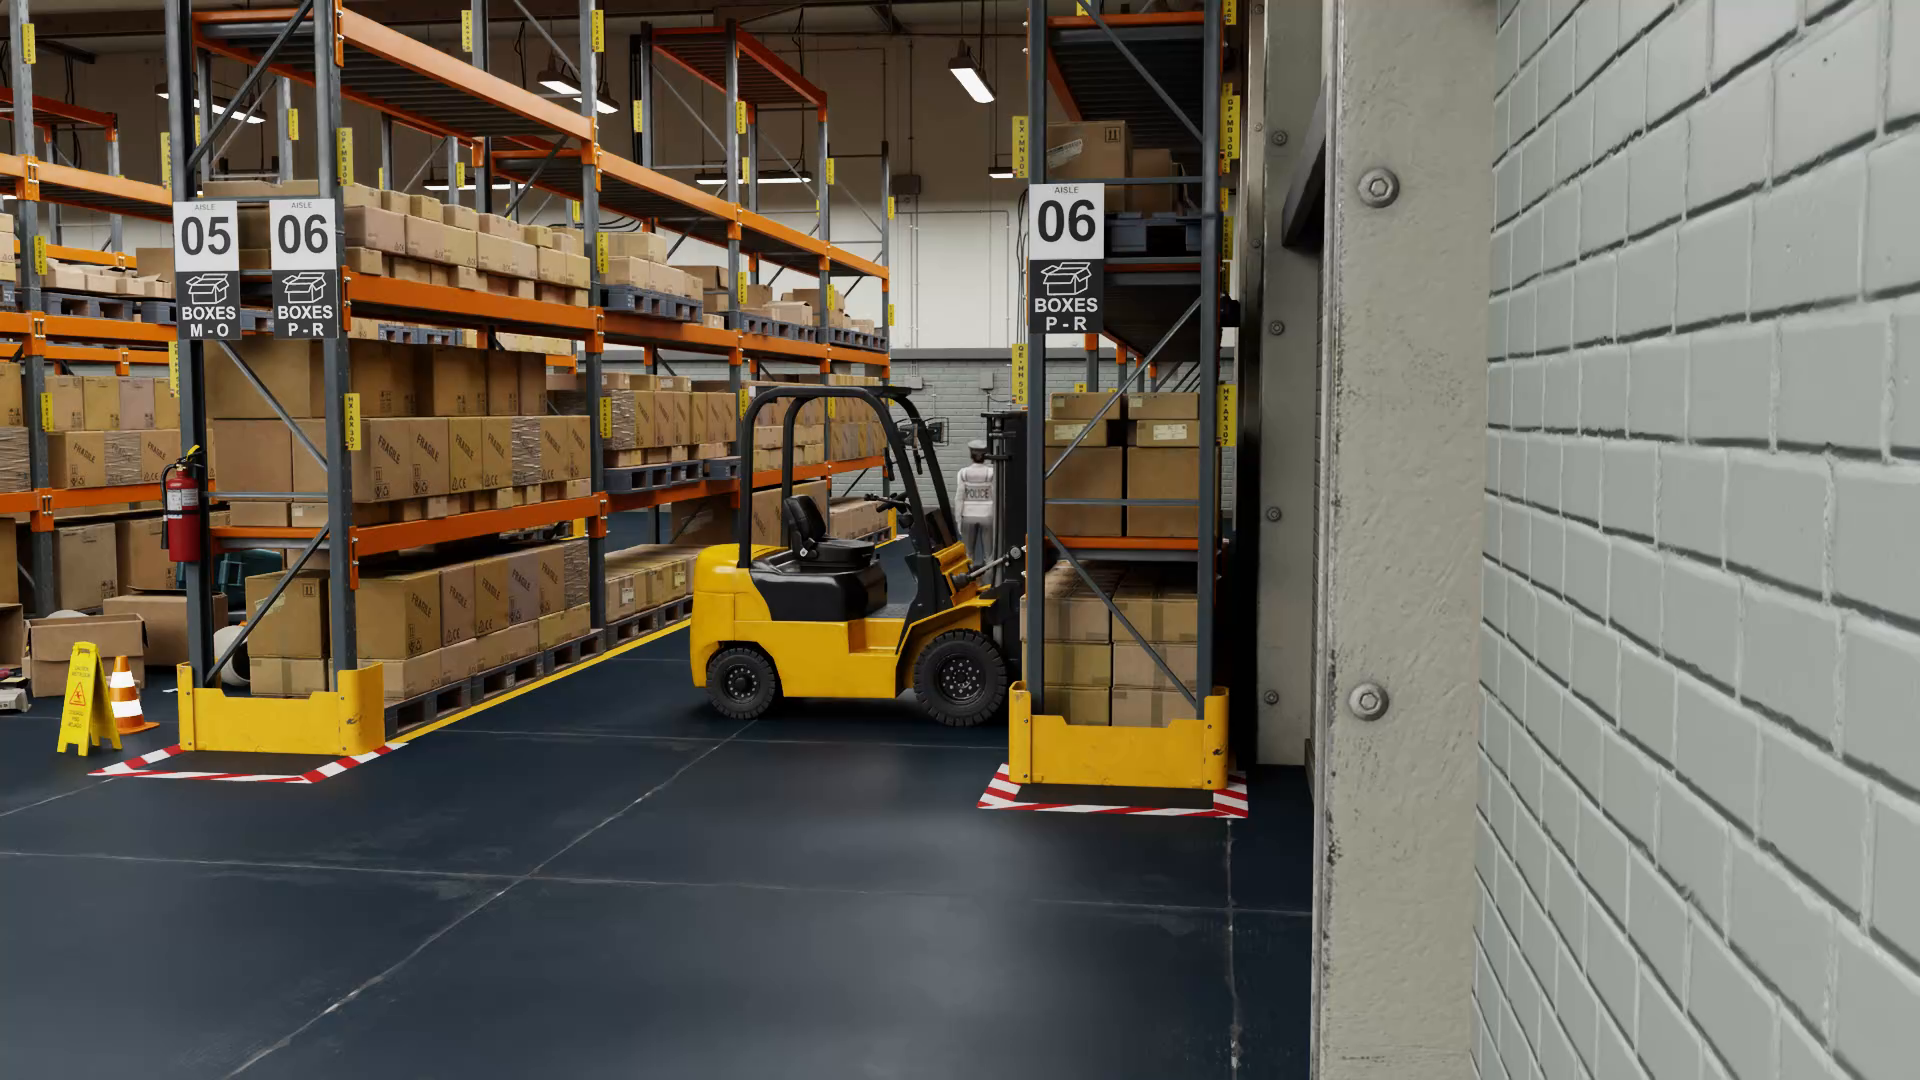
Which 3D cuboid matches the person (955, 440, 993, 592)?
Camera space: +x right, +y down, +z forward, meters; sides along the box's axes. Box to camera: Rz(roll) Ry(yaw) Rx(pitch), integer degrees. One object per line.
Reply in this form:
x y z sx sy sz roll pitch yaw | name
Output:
0.192 -0.158 17.038 0.478 1.736 0.375 1 5 10 | person
